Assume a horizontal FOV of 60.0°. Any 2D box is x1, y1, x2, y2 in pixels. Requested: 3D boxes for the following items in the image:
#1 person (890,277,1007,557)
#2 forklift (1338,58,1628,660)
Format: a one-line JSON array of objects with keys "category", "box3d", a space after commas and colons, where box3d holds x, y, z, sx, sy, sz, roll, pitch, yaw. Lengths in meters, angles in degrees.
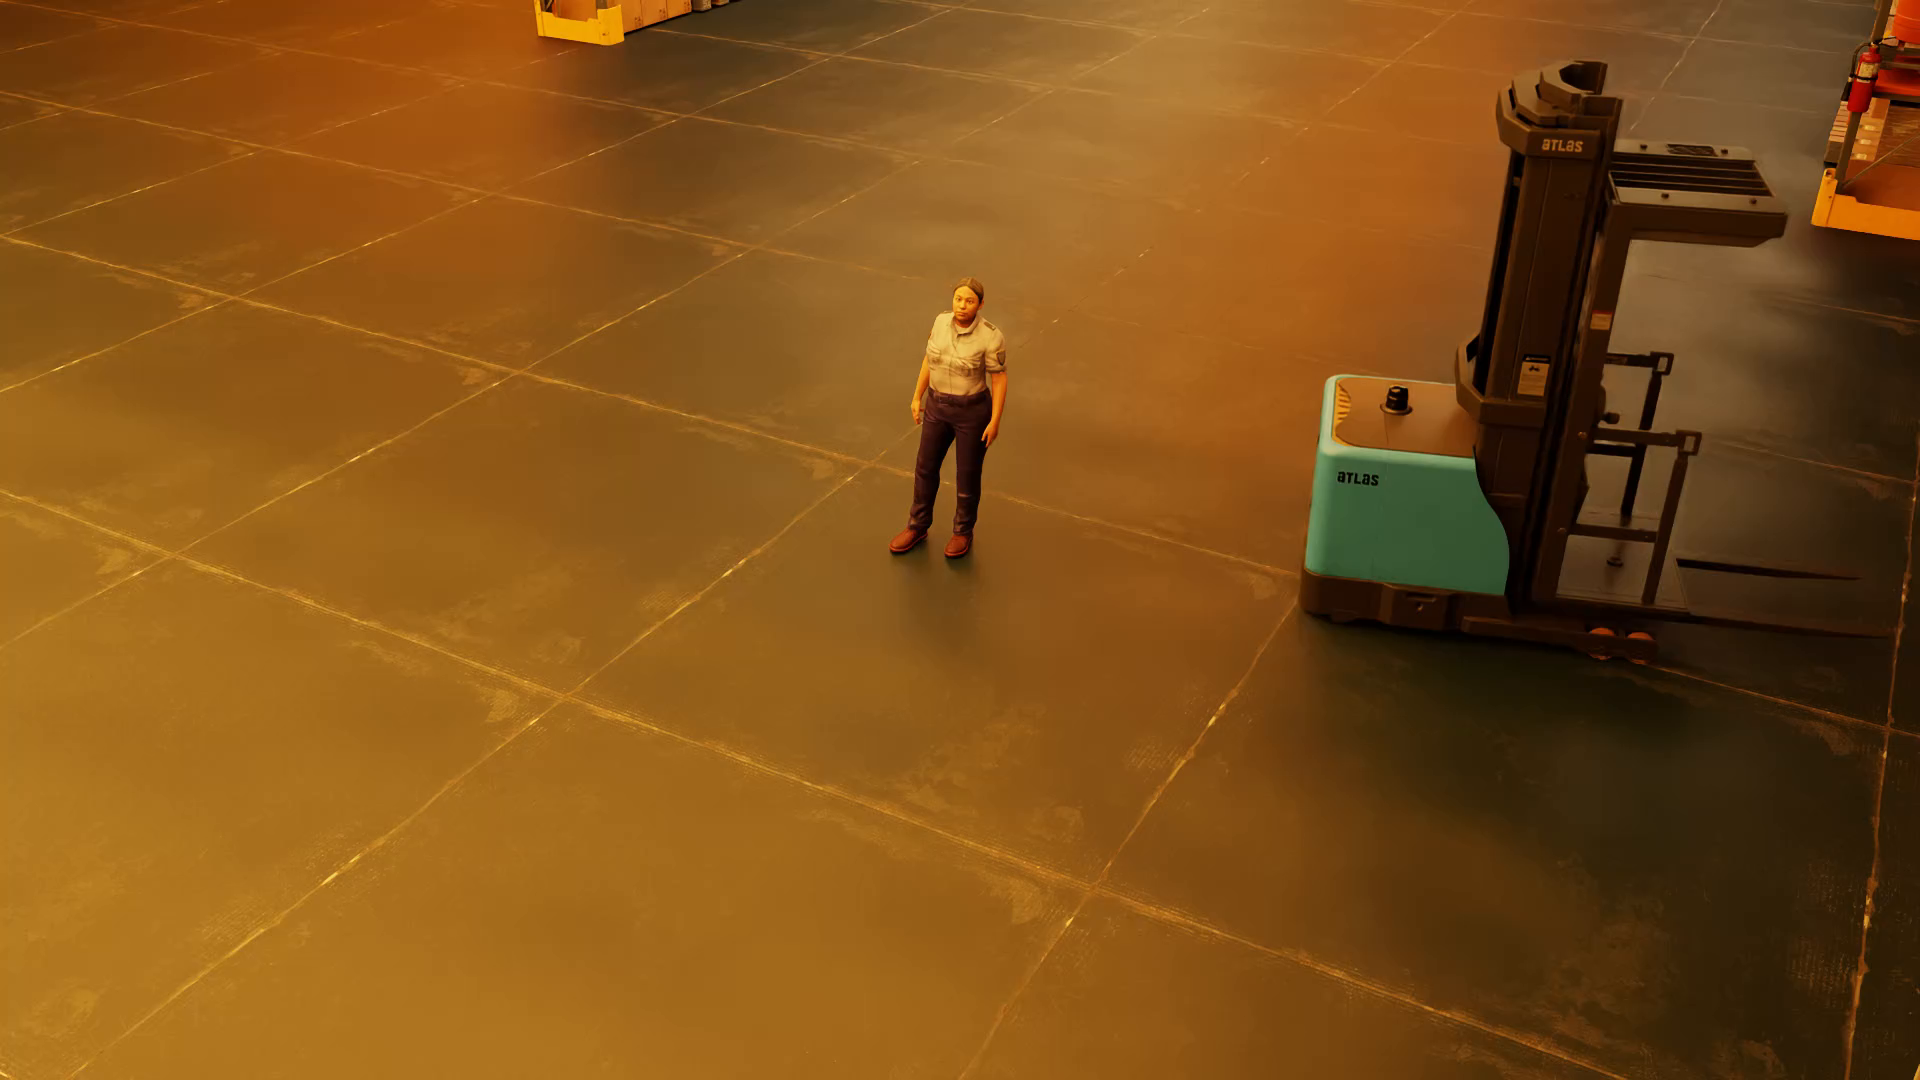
[{"category": "person", "box3d": [-0.063, -0.686, 9.529, 0.599, 1.650, 0.503, 15, 33, 25]}, {"category": "forklift", "box3d": [3.454, -0.899, 8.629, 3.031, 2.935, 1.121, 7, 31, 11]}]
